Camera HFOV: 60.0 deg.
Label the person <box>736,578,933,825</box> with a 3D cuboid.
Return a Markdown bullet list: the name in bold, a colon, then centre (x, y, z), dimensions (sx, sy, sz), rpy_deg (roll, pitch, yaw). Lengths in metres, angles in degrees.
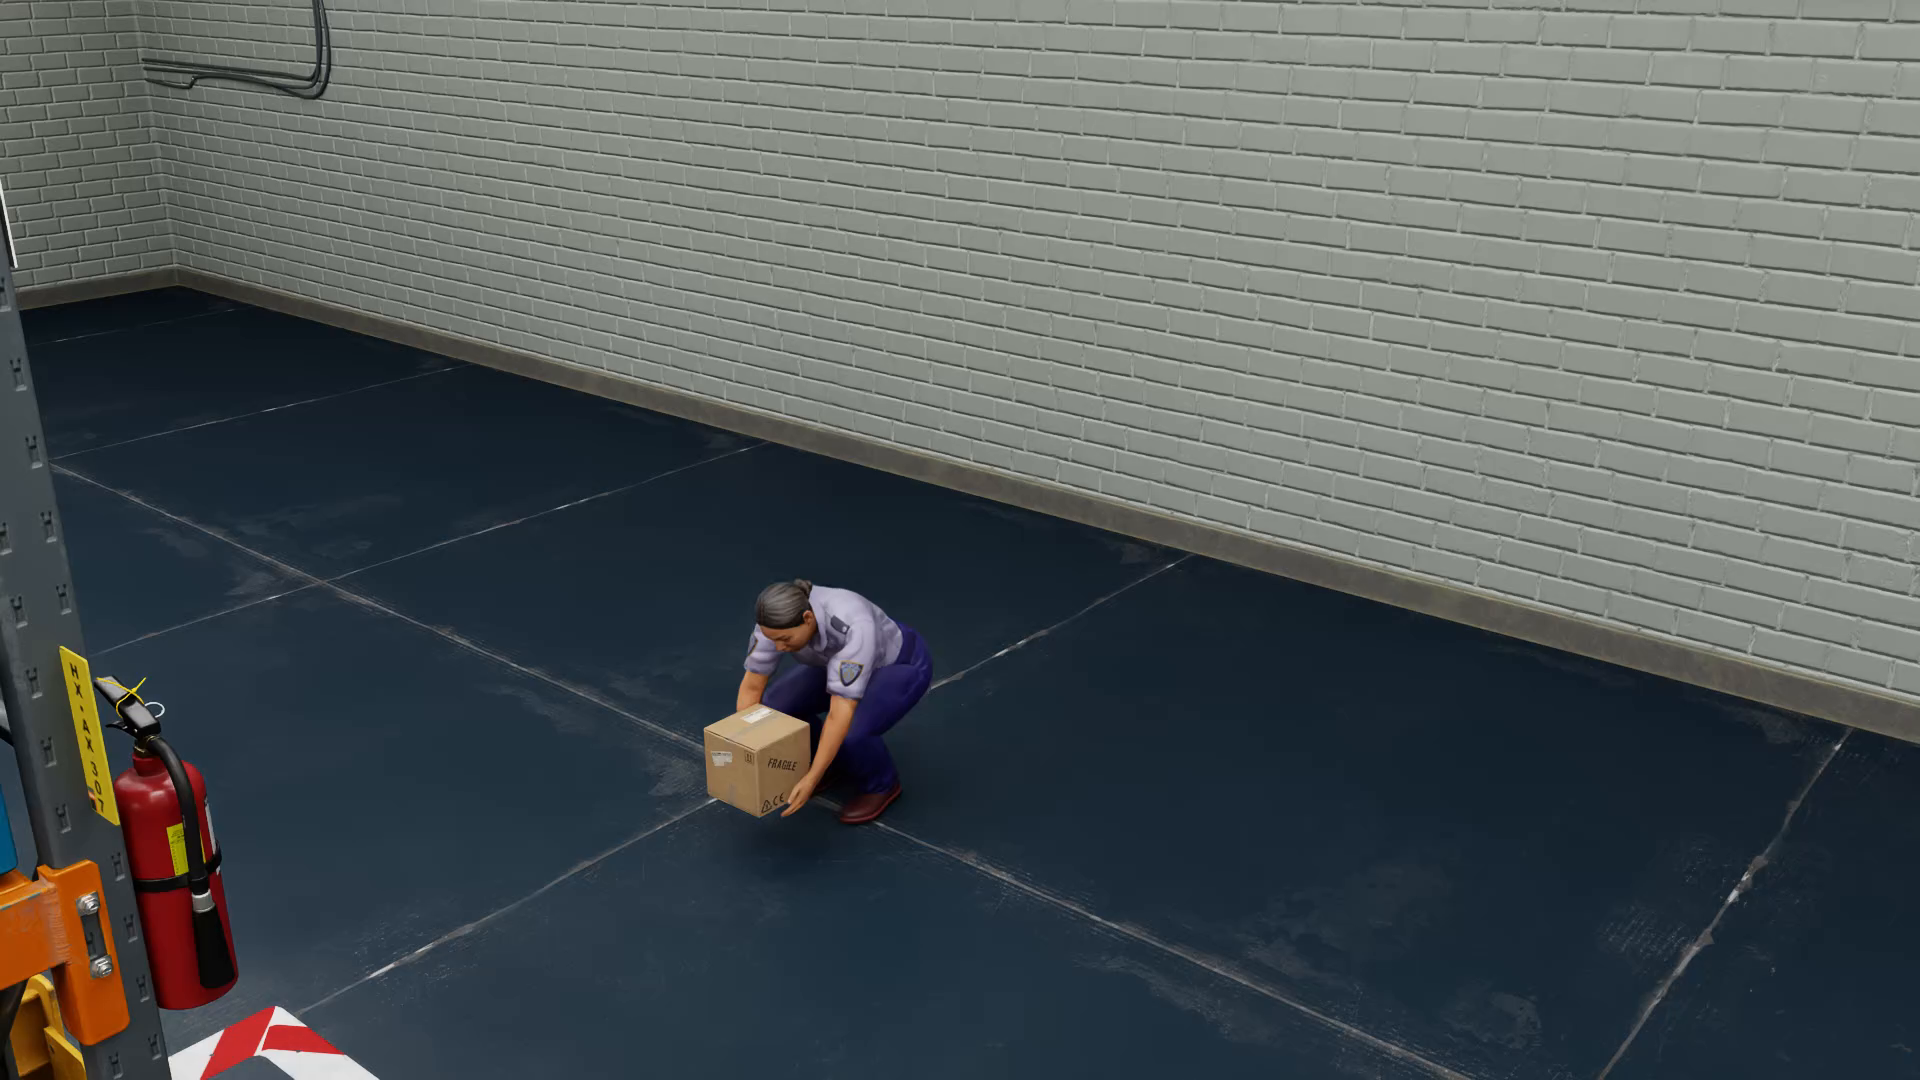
- **person**: centre (-0.441, 0.503, 5.753), dimensions (0.526, 0.953, 0.829), rpy_deg (16, 26, 36)
